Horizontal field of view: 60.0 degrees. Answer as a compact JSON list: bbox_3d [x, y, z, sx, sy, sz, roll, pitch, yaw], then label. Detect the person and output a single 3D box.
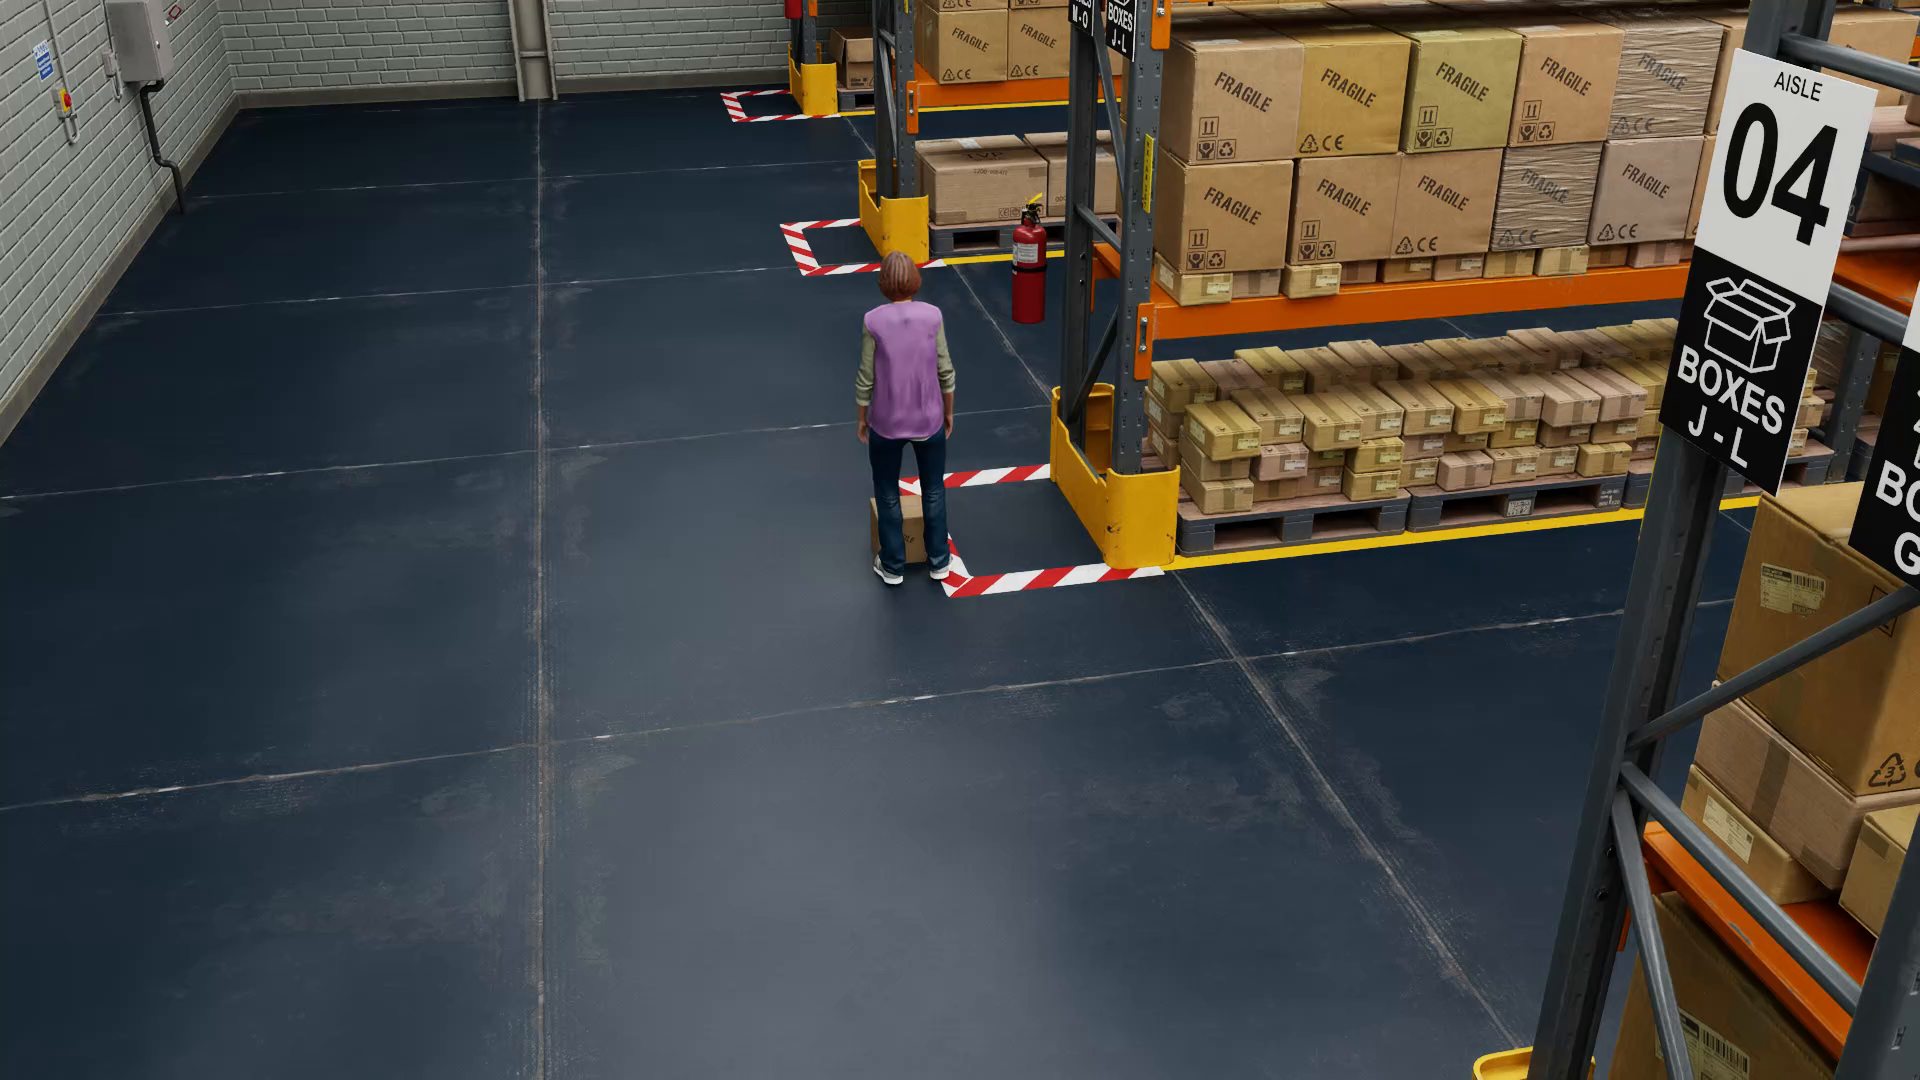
[{"bbox_3d":[-0.248,-0.539,7.682,0.462,1.593,0.344,-4,27,-8],"label":"person"}]
